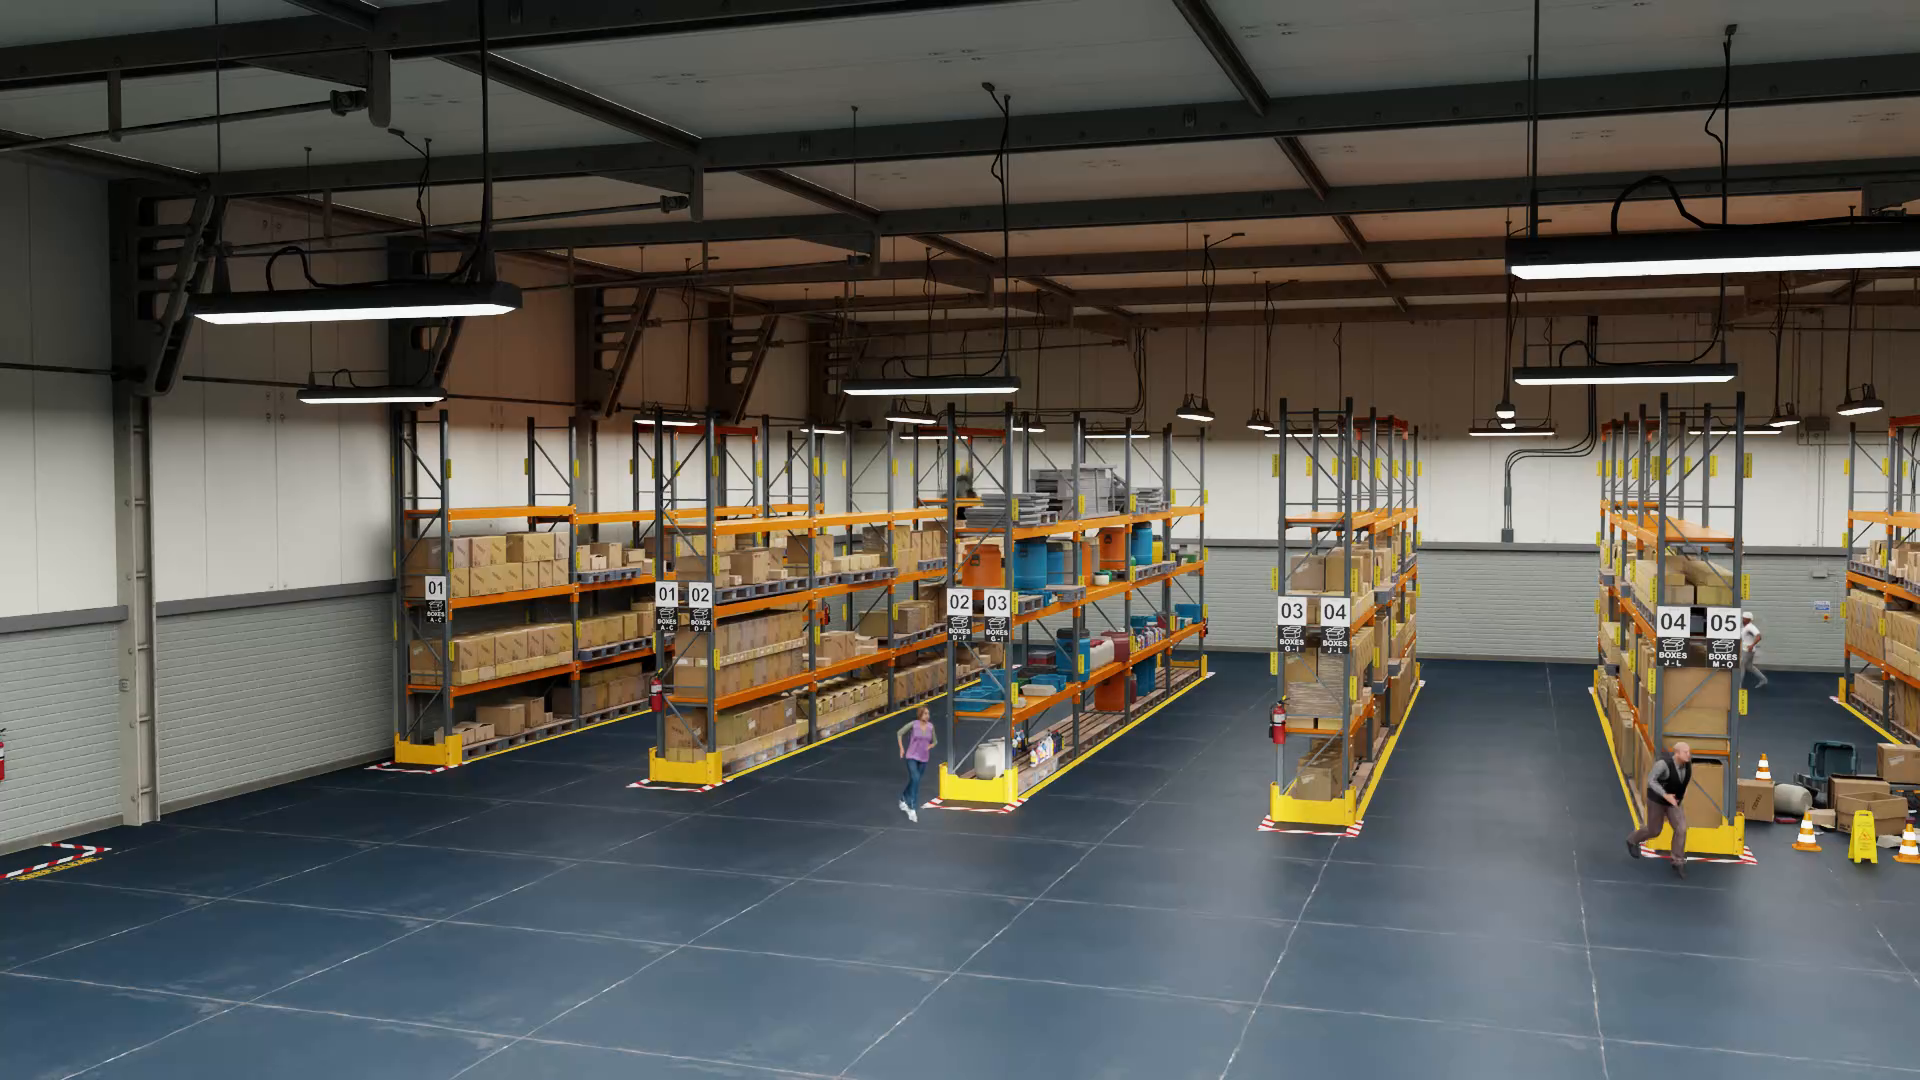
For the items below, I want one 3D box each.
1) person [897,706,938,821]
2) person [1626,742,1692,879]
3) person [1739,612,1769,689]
[{"bbox_3d":[-0.600,3.183,23.994,0.555,1.583,0.763,-1,3,-27],"label":"person"},{"bbox_3d":[8.734,3.303,20.739,0.694,1.684,1.010,-1,3,-24],"label":"person"},{"bbox_3d":[17.729,2.512,37.387,0.862,1.798,0.725,1,3,19],"label":"person"}]
